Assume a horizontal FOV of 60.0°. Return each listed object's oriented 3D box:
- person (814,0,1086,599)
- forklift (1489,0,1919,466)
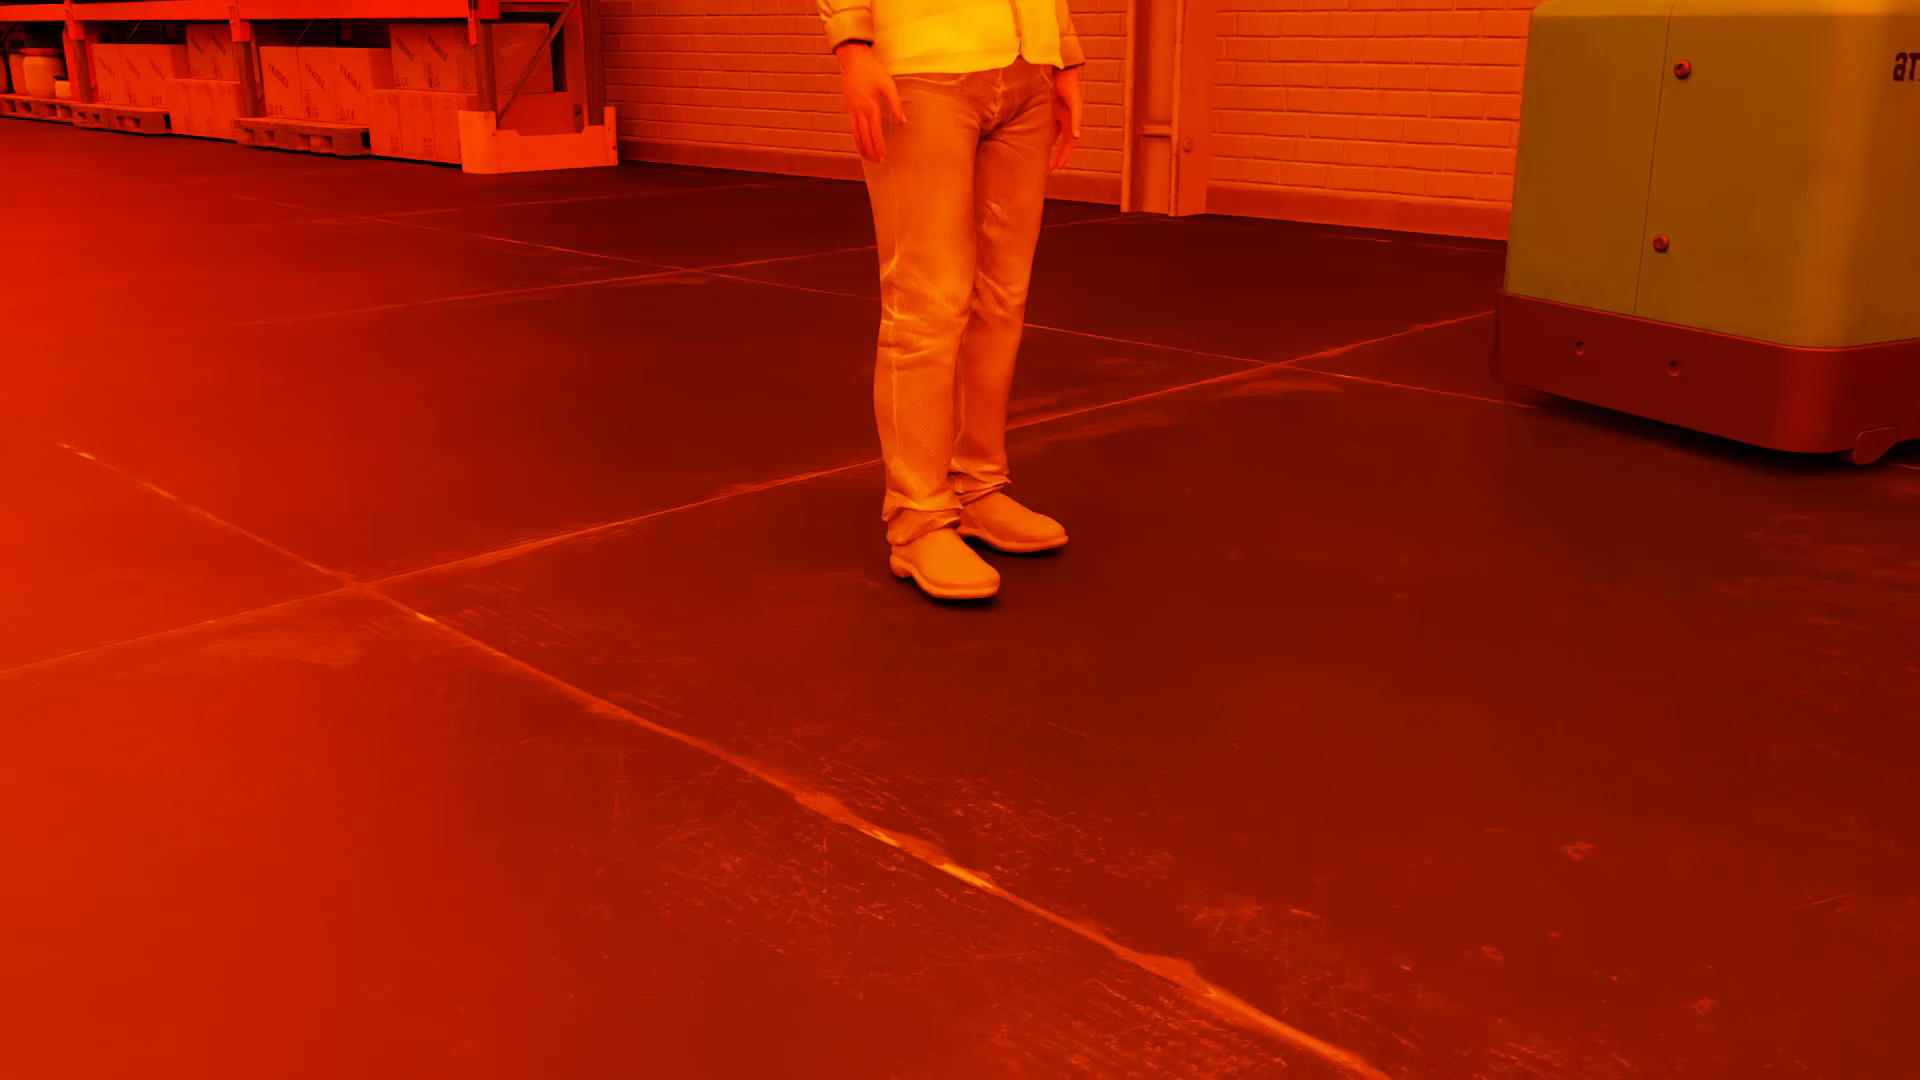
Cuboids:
[{"bbox_3d":[0.040,-0.841,3.084,0.566,1.775,0.634,16,23,42],"label":"person"},{"bbox_3d":[3.024,-1.854,4.432,3.031,2.935,1.130,-8,19,-25],"label":"forklift"}]
